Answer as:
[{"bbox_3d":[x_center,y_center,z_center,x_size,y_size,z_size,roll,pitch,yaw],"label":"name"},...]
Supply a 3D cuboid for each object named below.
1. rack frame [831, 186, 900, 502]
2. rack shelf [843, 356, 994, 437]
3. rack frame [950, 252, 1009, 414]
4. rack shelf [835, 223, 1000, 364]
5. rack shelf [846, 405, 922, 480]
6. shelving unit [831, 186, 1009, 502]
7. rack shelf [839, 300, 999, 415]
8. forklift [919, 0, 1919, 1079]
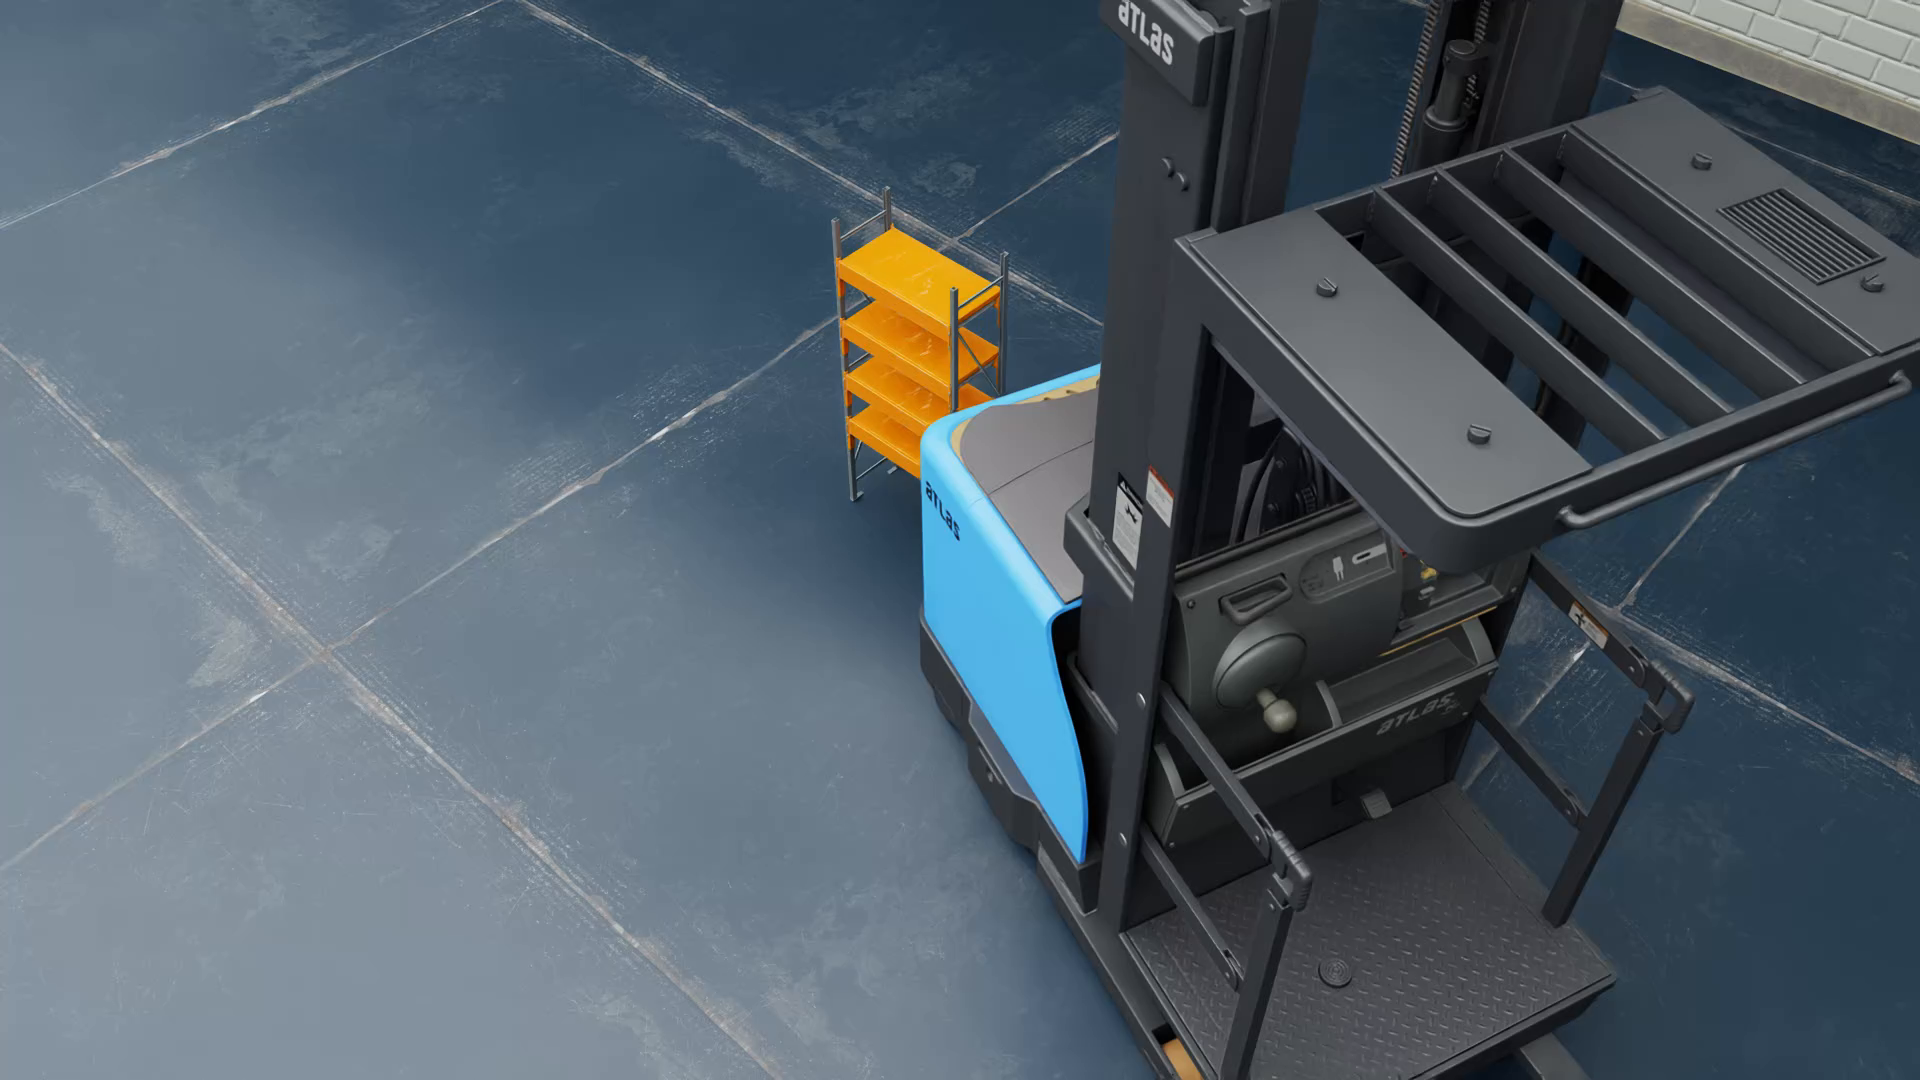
[{"bbox_3d":[-0.301,-0.613,5.503,0.015,1.200,0.240,34,55,28],"label":"rack frame"},{"bbox_3d":[-0.122,-0.446,5.438,0.480,0.148,0.258,34,55,28],"label":"rack shelf"},{"bbox_3d":[0.058,-0.372,5.276,0.015,1.200,0.240,34,55,28],"label":"rack frame"},{"bbox_3d":[-0.122,-0.762,5.103,0.480,0.148,0.258,34,55,28],"label":"rack shelf"},{"bbox_3d":[-0.122,-0.311,5.583,0.480,0.148,0.258,34,55,28],"label":"rack shelf"},{"bbox_3d":[-0.122,-0.493,5.389,0.503,1.200,0.258,34,55,28],"label":"shelving unit"},{"bbox_3d":[-0.122,-0.600,5.275,0.480,0.148,0.258,34,55,28],"label":"rack shelf"},{"bbox_3d":[0.983,0.216,3.536,1.130,2.935,3.031,-20,50,-18],"label":"forklift"}]
